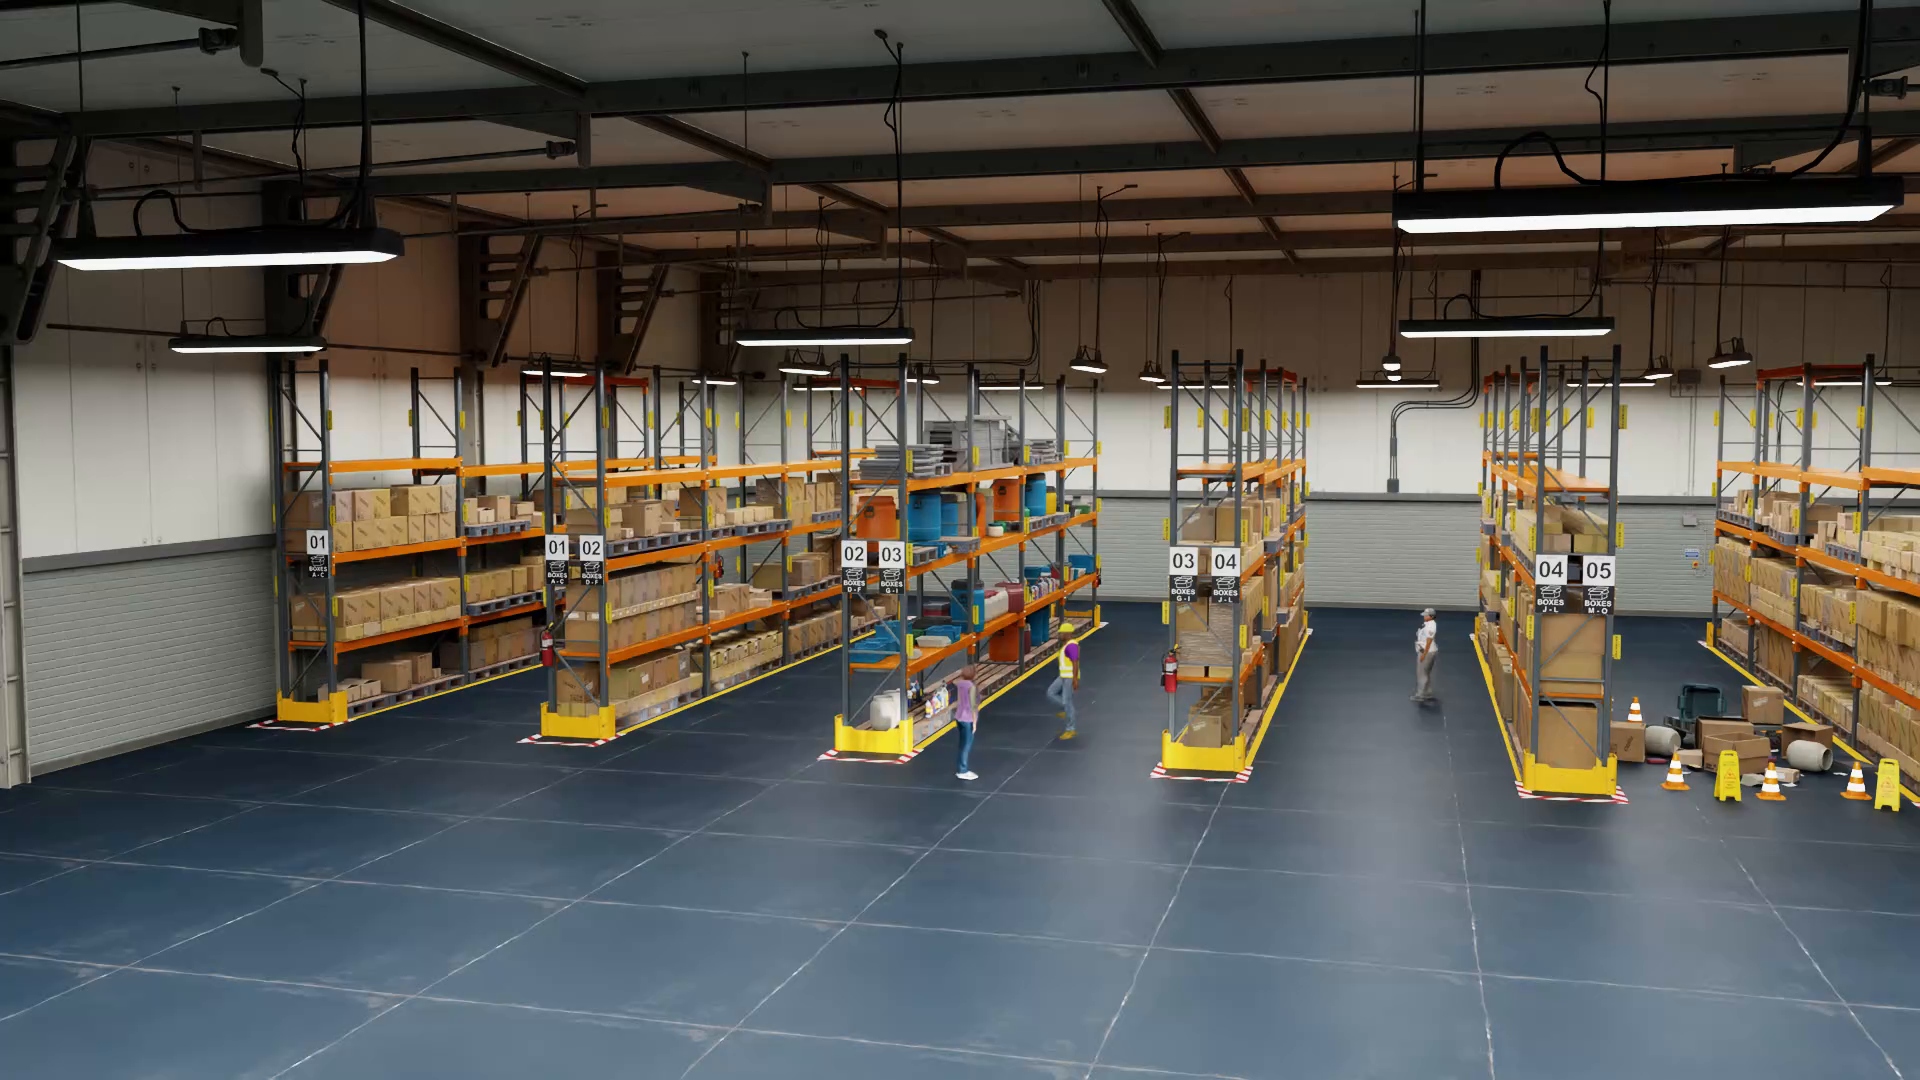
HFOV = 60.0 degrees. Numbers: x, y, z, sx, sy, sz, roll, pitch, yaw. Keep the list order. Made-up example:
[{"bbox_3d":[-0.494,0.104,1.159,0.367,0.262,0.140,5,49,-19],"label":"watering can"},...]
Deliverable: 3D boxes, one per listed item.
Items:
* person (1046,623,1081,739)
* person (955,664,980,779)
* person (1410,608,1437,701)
[{"bbox_3d":[1.643,2.226,26.412,0.533,1.803,0.650,0,4,-2],"label":"person"},{"bbox_3d":[0.108,2.537,23.188,0.329,1.608,0.483,-2,5,-29],"label":"person"},{"bbox_3d":[8.301,2.043,29.726,0.444,1.666,0.556,2,5,25],"label":"person"}]
